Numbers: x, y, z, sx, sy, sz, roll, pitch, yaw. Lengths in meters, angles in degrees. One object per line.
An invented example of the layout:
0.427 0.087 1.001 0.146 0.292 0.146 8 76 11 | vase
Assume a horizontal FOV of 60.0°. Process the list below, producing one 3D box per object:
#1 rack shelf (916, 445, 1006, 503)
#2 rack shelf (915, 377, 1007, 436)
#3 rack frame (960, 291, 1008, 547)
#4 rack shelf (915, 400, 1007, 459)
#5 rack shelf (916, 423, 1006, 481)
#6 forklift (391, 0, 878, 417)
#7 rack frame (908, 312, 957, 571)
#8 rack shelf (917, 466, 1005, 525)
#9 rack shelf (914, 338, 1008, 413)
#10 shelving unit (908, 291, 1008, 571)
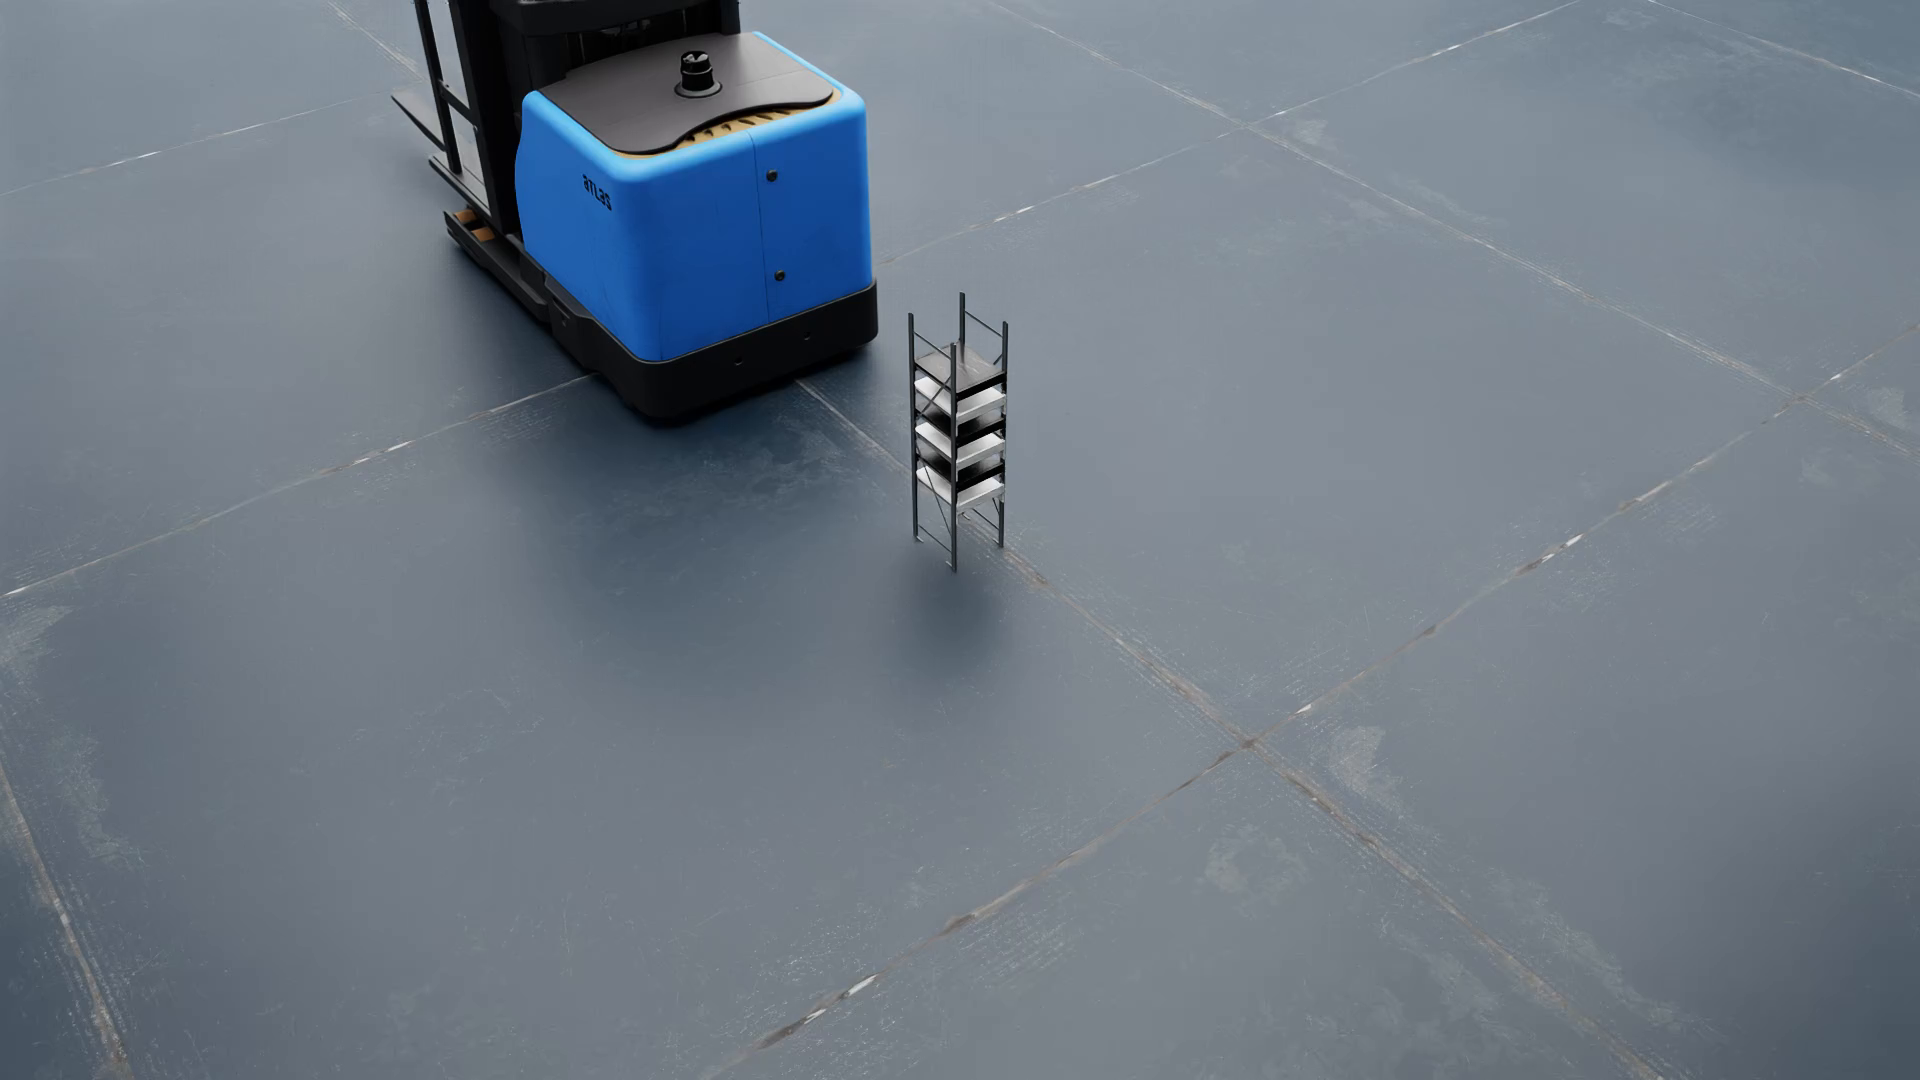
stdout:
-0.006 -0.249 5.539 0.200 0.077 0.258 -26 46 -28 | rack shelf
-0.006 -0.458 5.368 0.200 0.077 0.258 -26 46 -28 | rack shelf
0.074 -0.384 5.509 0.006 0.900 0.240 -26 46 -28 | rack frame
-0.006 -0.389 5.425 0.200 0.077 0.258 -26 46 -28 | rack shelf
-0.006 -0.319 5.482 0.200 0.077 0.258 -26 46 -28 | rack shelf
-1.597 -2.479 6.461 1.130 2.935 3.031 -25 45 -27 | forklift
-0.087 -0.305 5.413 0.006 0.900 0.240 -26 46 -28 | rack frame
-0.006 -0.180 5.596 0.200 0.077 0.258 -26 46 -28 | rack shelf
-0.006 -0.528 5.311 0.200 0.077 0.258 -26 46 -28 | rack shelf
-0.006 -0.345 5.461 0.210 0.900 0.258 -26 46 -28 | shelving unit
